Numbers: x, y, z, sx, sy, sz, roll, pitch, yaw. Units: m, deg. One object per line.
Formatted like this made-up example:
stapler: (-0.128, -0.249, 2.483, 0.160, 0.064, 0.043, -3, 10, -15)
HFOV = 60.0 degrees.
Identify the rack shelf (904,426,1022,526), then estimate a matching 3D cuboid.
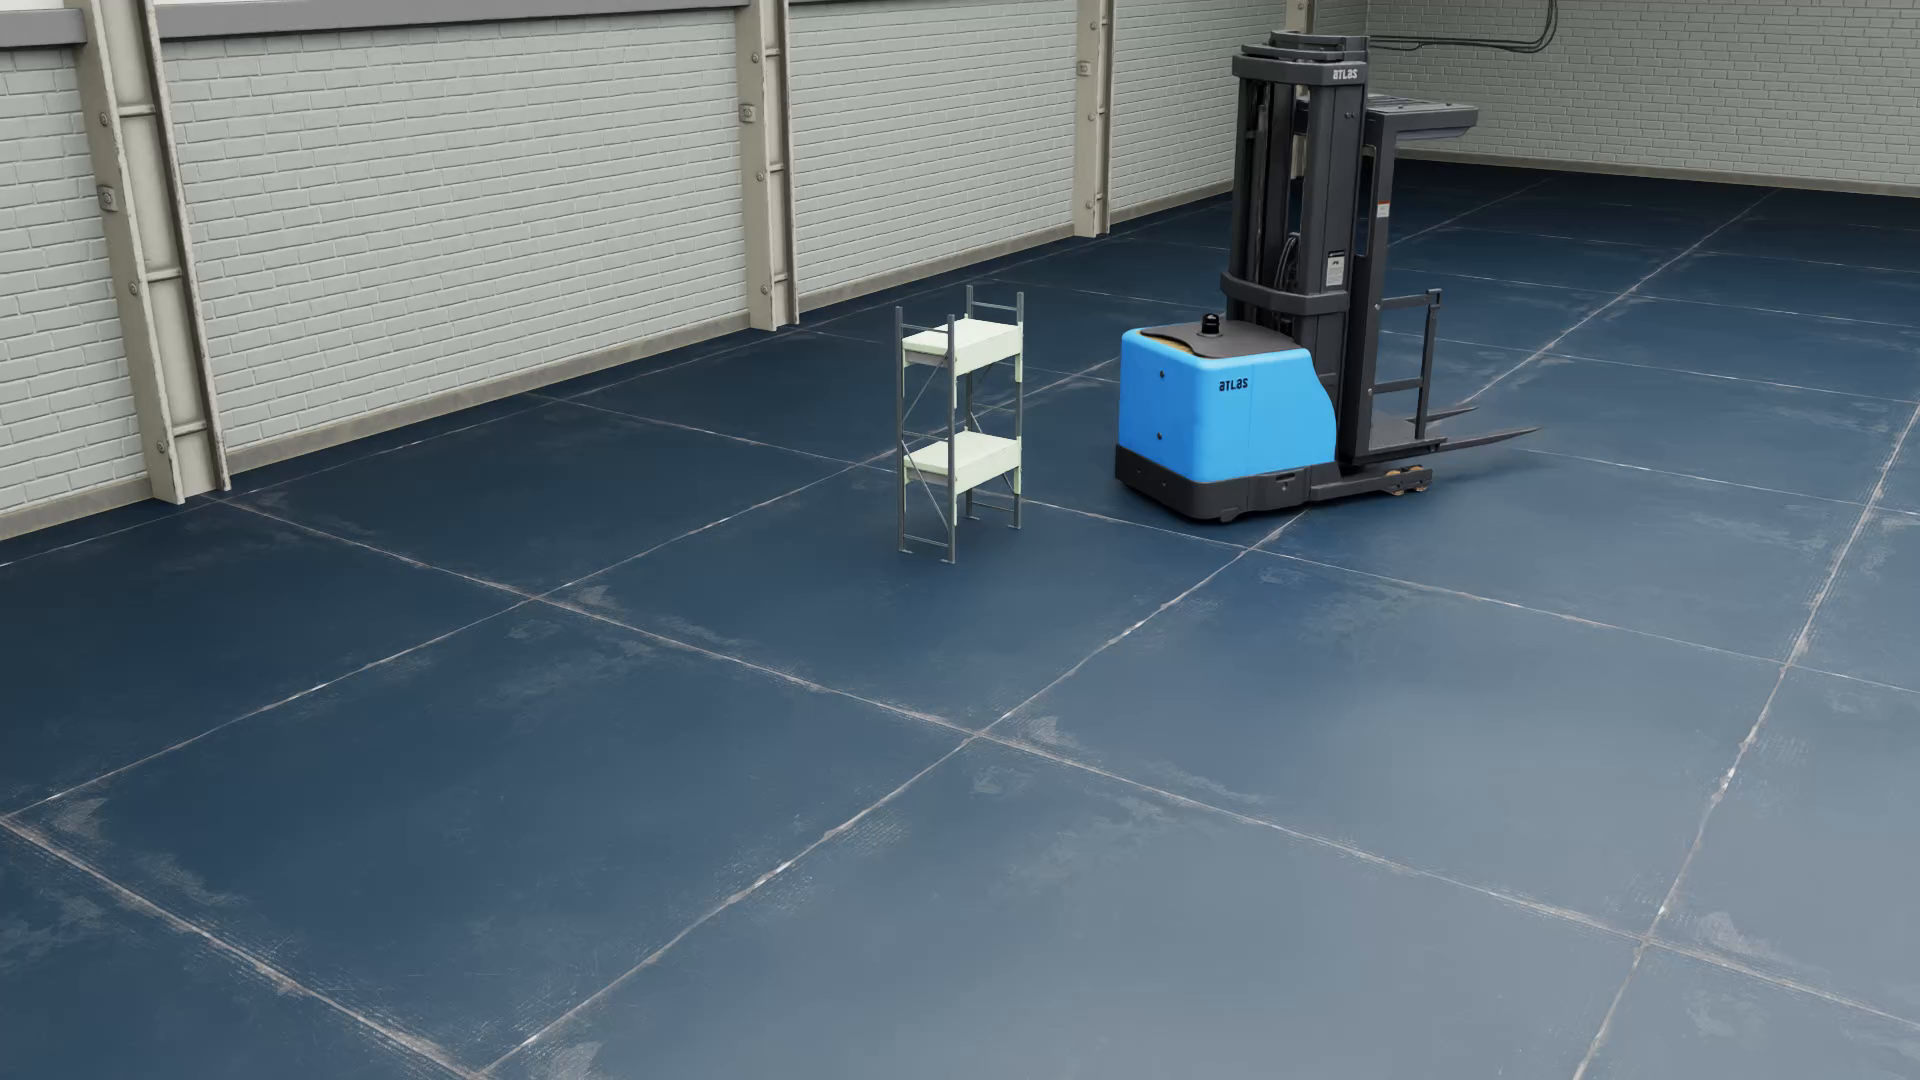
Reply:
rack shelf: (0.004, -0.400, 10.123, 0.431, 0.370, 0.720, 13, 24, 32)

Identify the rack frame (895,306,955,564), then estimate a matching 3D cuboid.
rack frame: (-0.202, -0.600, 9.726, 0.400, 1.500, 0.023, 13, 24, 32)

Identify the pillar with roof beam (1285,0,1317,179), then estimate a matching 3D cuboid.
pillar with roof beam: (8.539, -8.863, 21.256, 9.100, 9.000, 0.400, 13, 24, 32)

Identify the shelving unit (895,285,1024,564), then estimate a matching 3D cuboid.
shelving unit: (0.004, -0.705, 10.010, 0.431, 1.500, 0.755, 13, 24, 32)

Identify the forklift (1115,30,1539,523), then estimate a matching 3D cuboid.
forklift: (2.594, -1.822, 10.966, 3.031, 2.935, 1.130, -10, 22, -25)

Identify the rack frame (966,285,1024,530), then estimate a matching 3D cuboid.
rack frame: (0.209, -0.810, 10.294, 0.400, 1.500, 0.023, 13, 24, 32)

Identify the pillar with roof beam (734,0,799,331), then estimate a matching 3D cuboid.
pillar with roof beam: (1.794, -5.420, 11.948, 9.100, 9.000, 0.400, 13, 24, 32)

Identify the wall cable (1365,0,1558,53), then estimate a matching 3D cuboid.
wall cable: (7.729, -8.834, 25.652, 3.097, 2.526, 0.112, 13, 24, 32)

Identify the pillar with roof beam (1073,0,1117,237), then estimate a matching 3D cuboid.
pillar with roof beam: (5.166, -7.142, 16.602, 9.100, 9.000, 0.400, 13, 24, 32)

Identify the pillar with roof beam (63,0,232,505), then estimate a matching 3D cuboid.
pillar with roof beam: (-1.579, -3.699, 7.294, 9.100, 9.000, 0.400, 13, 24, 32)

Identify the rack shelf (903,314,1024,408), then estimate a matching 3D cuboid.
rack shelf: (0.004, -1.071, 9.875, 0.431, 0.370, 0.720, 13, 24, 32)
